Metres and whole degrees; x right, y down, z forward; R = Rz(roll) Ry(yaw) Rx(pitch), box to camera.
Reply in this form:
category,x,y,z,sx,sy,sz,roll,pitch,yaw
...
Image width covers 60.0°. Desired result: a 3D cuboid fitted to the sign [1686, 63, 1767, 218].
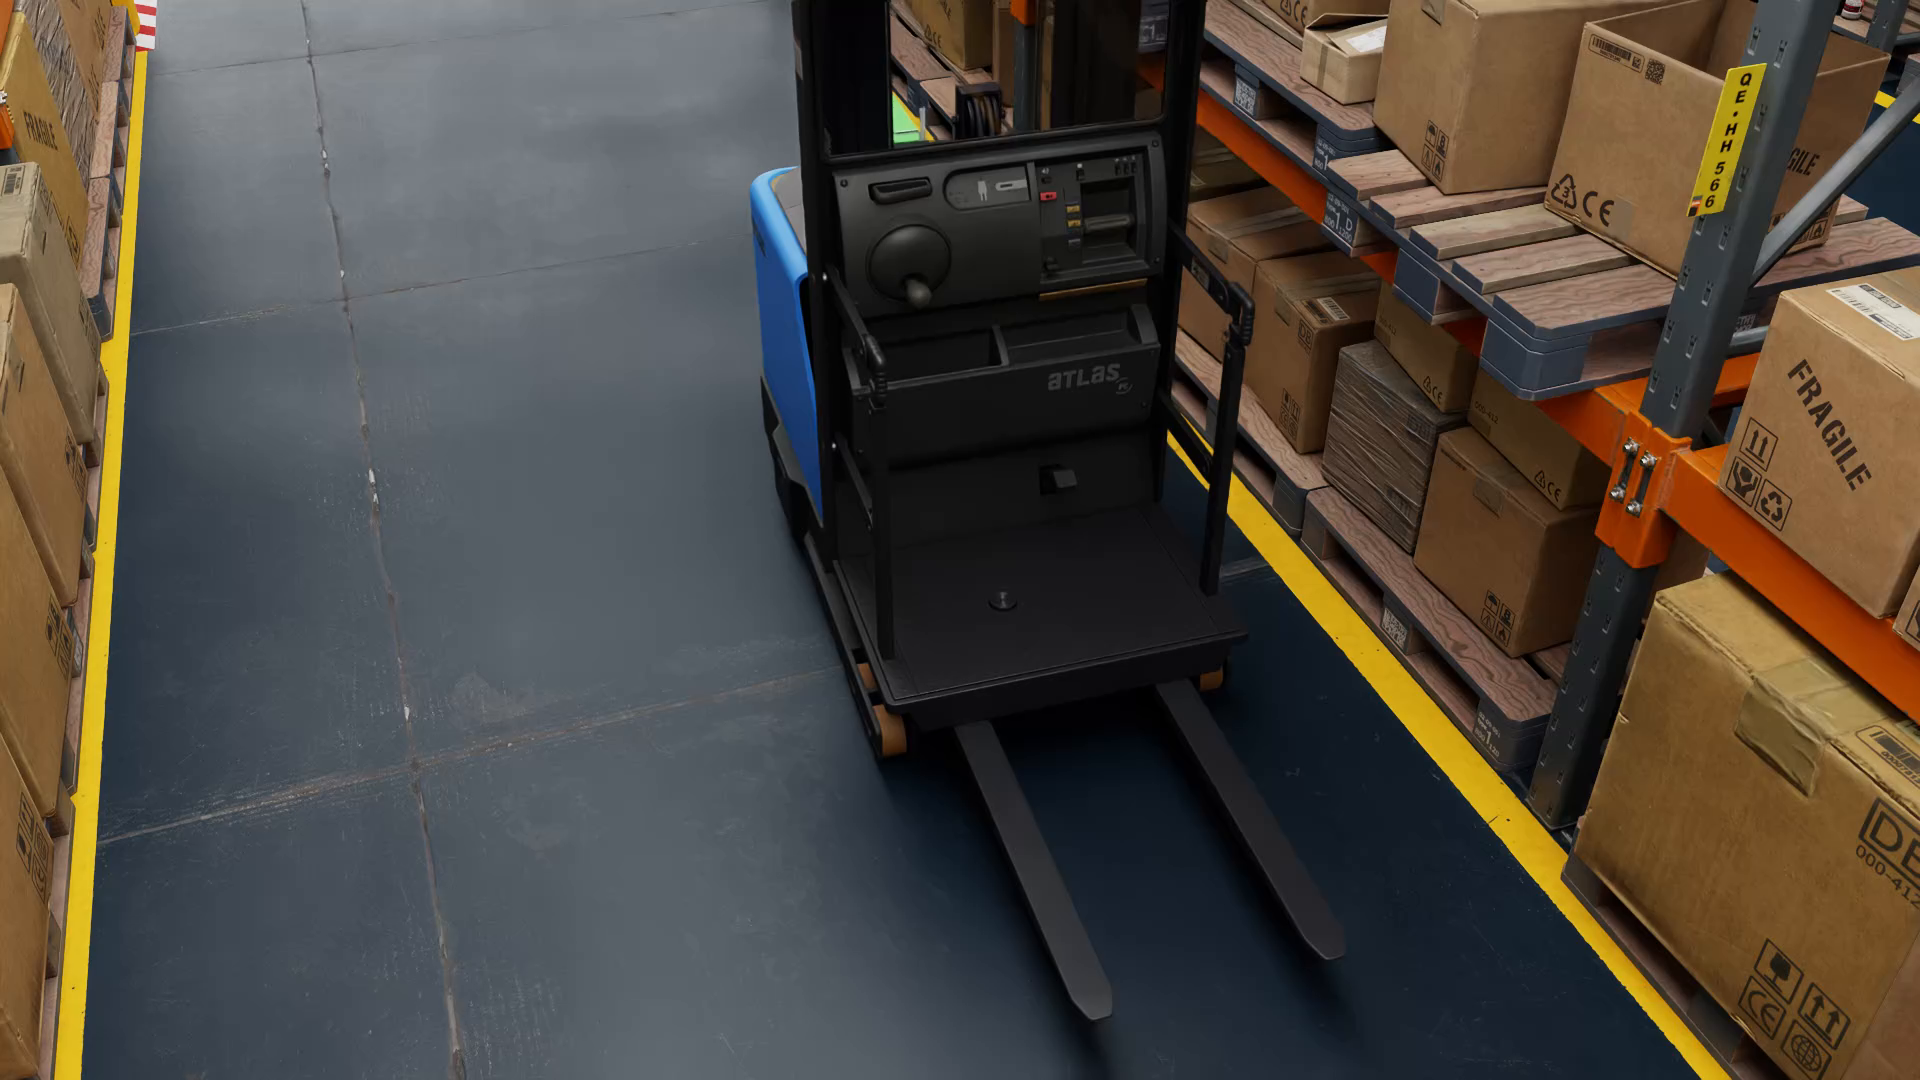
category,x,y,z,sx,sy,sz,roll,pitch,yaw
sign,1.595,-0.828,3.459,0.100,0.325,0.005,-12,39,-16

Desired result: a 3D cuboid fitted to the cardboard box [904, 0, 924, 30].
category,x,y,z,sx,sy,sz,roll,pitch,yaw
cardboard box,-0.017,-3.159,9.179,0.500,0.500,0.500,-9,38,-12

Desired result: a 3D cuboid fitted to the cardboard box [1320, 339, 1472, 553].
category,x,y,z,sx,sy,sz,roll,pitch,yaw
cardboard box,1.649,-0.377,5.469,0.700,0.500,0.500,-16,40,-20

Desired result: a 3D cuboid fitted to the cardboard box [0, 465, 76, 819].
category,x,y,z,sx,sy,sz,roll,pitch,yaw
cardboard box,-3.019,0.330,4.339,1.050,0.750,0.750,-12,39,-15

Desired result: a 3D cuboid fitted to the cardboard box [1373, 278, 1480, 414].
category,x,y,z,sx,sy,sz,roll,pitch,yaw
cardboard box,1.651,-0.661,5.223,0.500,0.250,0.500,-8,38,-11

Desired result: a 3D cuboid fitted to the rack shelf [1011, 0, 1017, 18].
category,x,y,z,sx,sy,sz,roll,pitch,yaw
rack shelf,0.037,-3.617,8.656,1.077,0.370,4.000,-12,39,-16

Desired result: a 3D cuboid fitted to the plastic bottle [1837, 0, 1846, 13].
category,x,y,z,sx,sy,sz,roll,pitch,yaw
plastic bottle,4.900,-3.094,9.256,0.061,0.283,0.133,-11,38,-14

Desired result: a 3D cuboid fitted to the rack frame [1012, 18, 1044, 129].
category,x,y,z,sx,sy,sz,roll,pitch,yaw
rack frame,0.725,-2.774,6.940,1.000,3.000,0.127,-12,39,-16

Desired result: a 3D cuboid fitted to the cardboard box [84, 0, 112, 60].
category,x,y,z,sx,sy,sz,roll,pitch,yaw
cardboard box,-5.048,-3.014,8.675,0.875,0.875,0.875,-12,39,-16

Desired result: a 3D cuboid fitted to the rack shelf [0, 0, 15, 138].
category,x,y,z,sx,sy,sz,roll,pitch,yaw
rack shelf,-4.655,-2.647,7.369,1.077,0.370,4.000,-12,39,-16

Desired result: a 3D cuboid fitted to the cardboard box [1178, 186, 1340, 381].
category,x,y,z,sx,sy,sz,roll,pitch,yaw
cardboard box,1.256,-1.011,6.311,0.700,0.500,0.500,-16,40,-20

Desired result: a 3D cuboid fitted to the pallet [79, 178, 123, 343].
category,x,y,z,sx,sy,sz,roll,pitch,yaw
pallet,-4.155,-1.136,7.083,1.003,0.211,1.213,-12,39,-16

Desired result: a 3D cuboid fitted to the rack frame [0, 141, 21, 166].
category,x,y,z,sx,sy,sz,roll,pitch,yaw
rack frame,-3.967,-1.804,5.652,1.000,3.000,0.127,-12,39,-16

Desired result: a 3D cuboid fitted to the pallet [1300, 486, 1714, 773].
category,x,y,z,sx,sy,sz,roll,pitch,yaw
pallet,1.834,0.157,5.365,1.003,0.211,1.213,-12,39,-16

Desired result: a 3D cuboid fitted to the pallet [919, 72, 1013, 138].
category,x,y,z,sx,sy,sz,roll,pitch,yaw
pallet,0.461,-2.032,8.273,1.003,0.211,1.213,-12,39,-16

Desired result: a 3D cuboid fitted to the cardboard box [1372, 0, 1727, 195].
category,x,y,z,sx,sy,sz,roll,pitch,yaw
cardboard box,1.592,-1.314,4.569,0.700,0.500,0.500,-7,38,-9

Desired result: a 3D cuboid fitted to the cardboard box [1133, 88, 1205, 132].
category,x,y,z,sx,sy,sz,roll,pitch,yaw
cardboard box,0.916,-1.600,7.093,0.700,0.500,0.500,-15,40,-19

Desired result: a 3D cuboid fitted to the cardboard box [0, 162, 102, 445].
category,x,y,z,sx,sy,sz,roll,pitch,yaw
cardboard box,-3.669,-0.741,5.762,1.050,0.750,0.750,-13,39,-16

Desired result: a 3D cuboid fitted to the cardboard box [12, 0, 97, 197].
category,x,y,z,sx,sy,sz,roll,pitch,yaw
cardboard box,-4.431,-2.002,7.331,0.875,0.875,0.875,-12,39,-16

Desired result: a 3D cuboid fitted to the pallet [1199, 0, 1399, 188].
category,x,y,z,sx,sy,sz,roll,pitch,yaw
pallet,1.382,-1.548,5.471,1.003,0.211,1.213,-12,39,-16

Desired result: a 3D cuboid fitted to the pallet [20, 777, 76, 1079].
category,x,y,z,sx,sy,sz,roll,pitch,yaw
pallet,-2.791,1.108,4.103,1.003,0.211,1.213,-12,39,-16

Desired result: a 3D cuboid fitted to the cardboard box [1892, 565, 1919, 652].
category,x,y,z,sx,sy,sz,roll,pitch,yaw
cardboard box,2.193,0.067,3.084,0.500,0.500,0.500,-13,39,-17

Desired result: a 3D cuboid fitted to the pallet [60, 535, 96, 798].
category,x,y,z,sx,sy,sz,roll,pitch,yaw
pallet,-3.207,0.420,5.017,1.003,0.211,1.213,-12,39,-16

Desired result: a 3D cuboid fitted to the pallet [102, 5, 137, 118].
category,x,y,z,sx,sy,sz,roll,pitch,yaw
pallet,-4.995,-2.515,8.913,1.003,0.211,1.213,-12,39,-16

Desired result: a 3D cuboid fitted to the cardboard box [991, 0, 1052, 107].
category,x,y,z,sx,sy,sz,roll,pitch,yaw
cardboard box,0.421,-2.500,8.304,0.500,0.500,0.500,-1,37,-1

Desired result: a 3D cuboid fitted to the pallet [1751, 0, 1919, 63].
category,x,y,z,sx,sy,sz,roll,pitch,yaw
pallet,5.184,-3.074,9.655,1.003,0.211,1.213,-12,39,-16

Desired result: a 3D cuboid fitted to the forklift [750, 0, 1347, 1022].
category,x,y,z,sx,sy,sz,roll,pitch,yaw
forklift,0.187,-0.798,4.373,1.130,2.935,3.031,-10,38,-13

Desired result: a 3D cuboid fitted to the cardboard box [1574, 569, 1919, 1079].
category,x,y,z,sx,sy,sz,roll,pitch,yaw
cardboard box,2.320,0.561,3.930,1.225,0.875,0.875,-14,39,-18

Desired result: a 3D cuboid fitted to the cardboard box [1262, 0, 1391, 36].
category,x,y,z,sx,sy,sz,roll,pitch,yaw
cardboard box,1.408,-2.023,5.508,0.797,0.503,0.637,-9,38,-11

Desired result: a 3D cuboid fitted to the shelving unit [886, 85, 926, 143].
category,x,y,z,sx,sy,sz,roll,pitch,yaw
shelving unit,-0.308,-1.135,6.260,0.258,1.200,0.503,-10,38,-13

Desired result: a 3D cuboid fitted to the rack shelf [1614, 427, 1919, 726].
category,x,y,z,sx,sy,sz,roll,pitch,yaw
rack shelf,2.790,0.903,2.657,1.077,0.370,4.000,-12,39,-16
